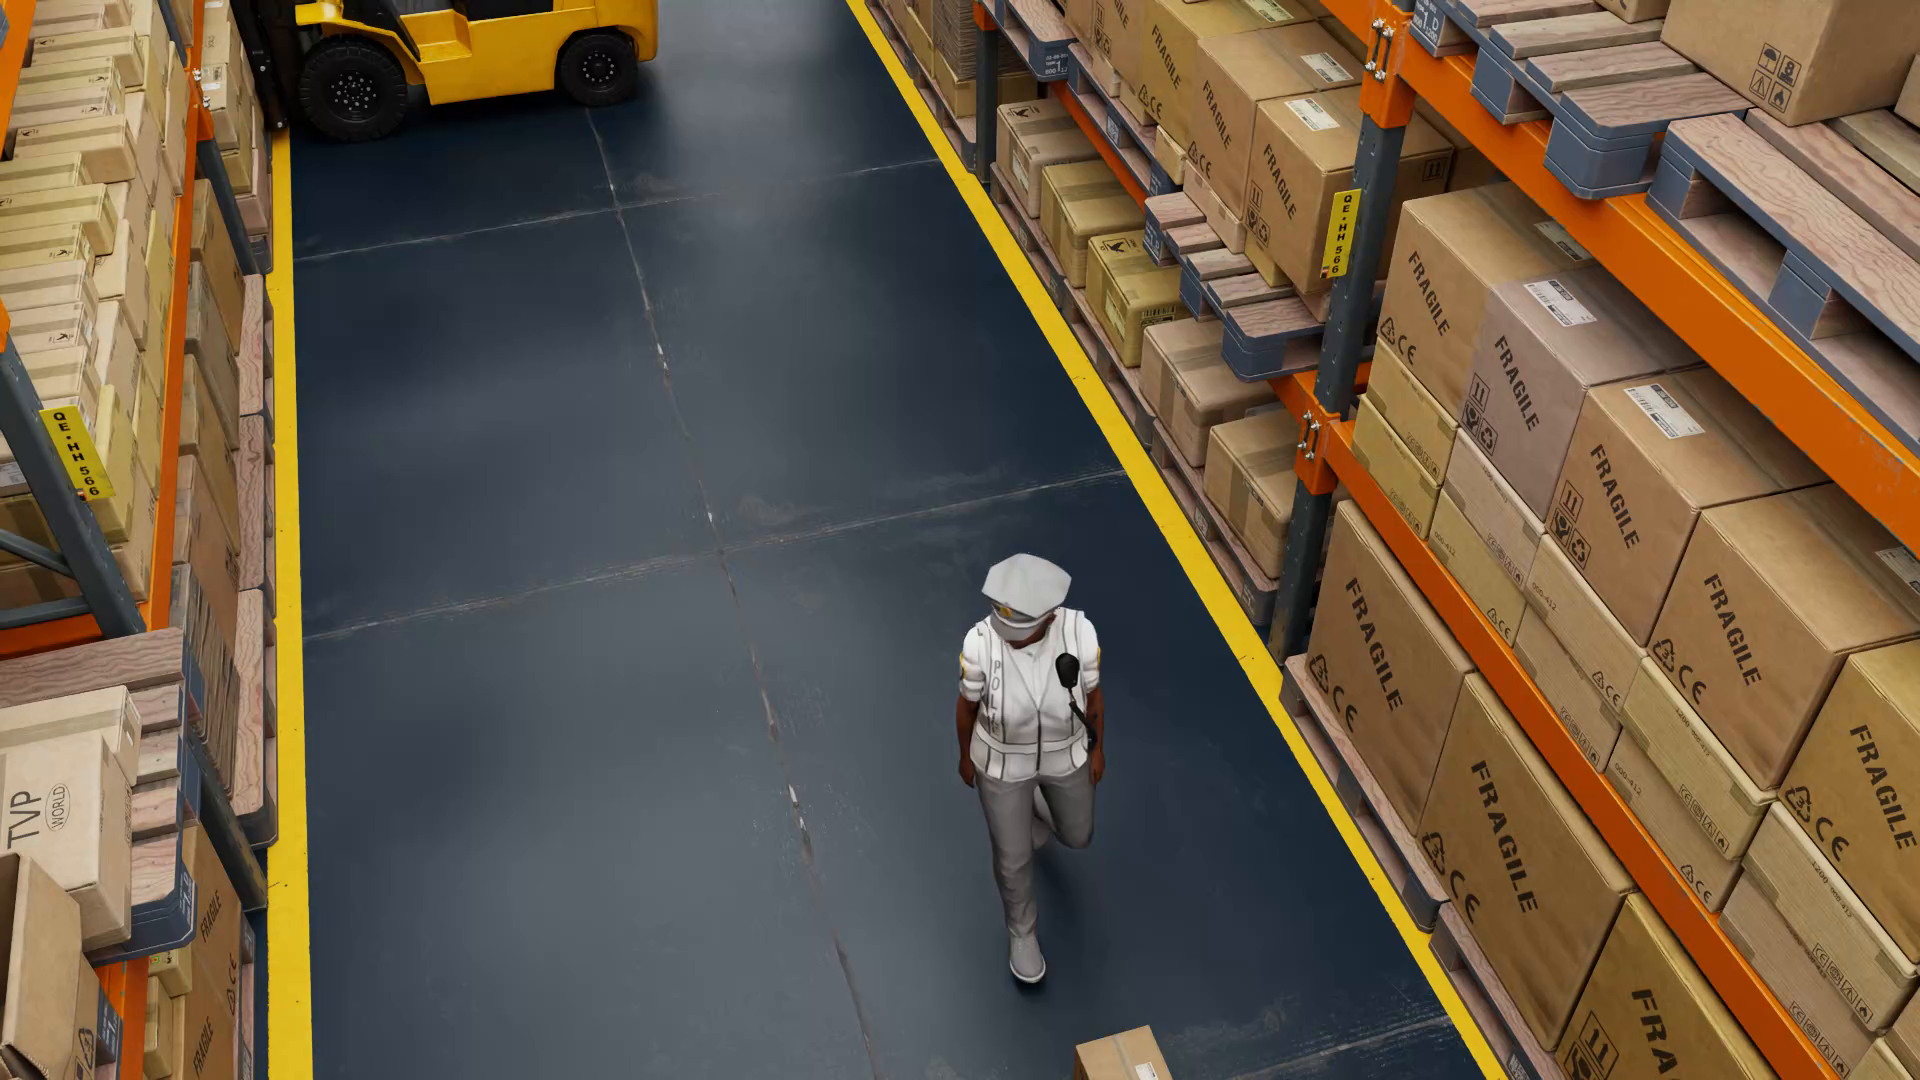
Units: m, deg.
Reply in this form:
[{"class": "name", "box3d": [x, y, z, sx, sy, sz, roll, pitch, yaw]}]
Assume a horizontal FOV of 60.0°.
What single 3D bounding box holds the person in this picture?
[{"class": "person", "box3d": [0.235, 0.684, 5.397, 0.486, 1.642, 0.734, -7, 43, -7]}]
